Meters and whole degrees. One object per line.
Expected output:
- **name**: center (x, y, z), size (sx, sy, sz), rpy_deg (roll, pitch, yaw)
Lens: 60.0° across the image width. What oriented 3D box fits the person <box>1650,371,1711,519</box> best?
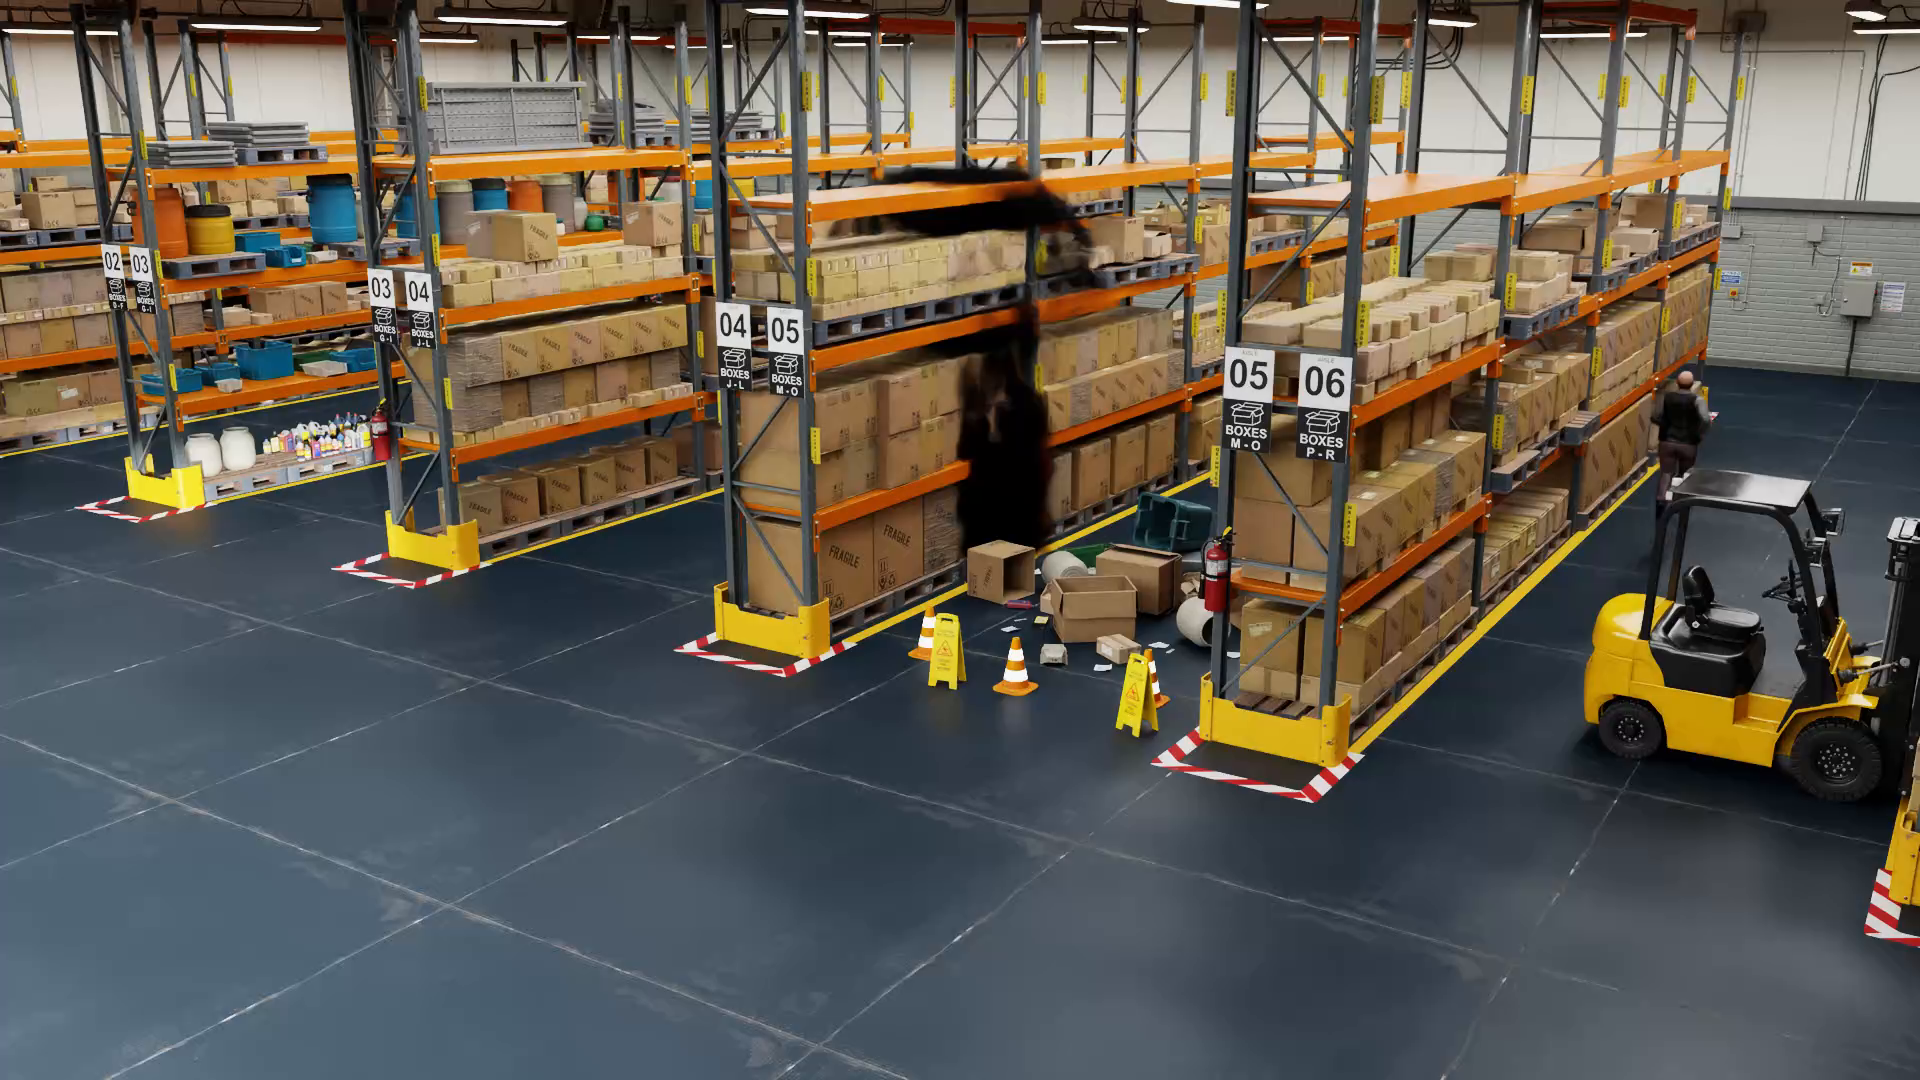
- **person**: center (8.194, -1.083, 18.962), size (0.662, 1.703, 0.803), rpy_deg (9, 18, 31)
